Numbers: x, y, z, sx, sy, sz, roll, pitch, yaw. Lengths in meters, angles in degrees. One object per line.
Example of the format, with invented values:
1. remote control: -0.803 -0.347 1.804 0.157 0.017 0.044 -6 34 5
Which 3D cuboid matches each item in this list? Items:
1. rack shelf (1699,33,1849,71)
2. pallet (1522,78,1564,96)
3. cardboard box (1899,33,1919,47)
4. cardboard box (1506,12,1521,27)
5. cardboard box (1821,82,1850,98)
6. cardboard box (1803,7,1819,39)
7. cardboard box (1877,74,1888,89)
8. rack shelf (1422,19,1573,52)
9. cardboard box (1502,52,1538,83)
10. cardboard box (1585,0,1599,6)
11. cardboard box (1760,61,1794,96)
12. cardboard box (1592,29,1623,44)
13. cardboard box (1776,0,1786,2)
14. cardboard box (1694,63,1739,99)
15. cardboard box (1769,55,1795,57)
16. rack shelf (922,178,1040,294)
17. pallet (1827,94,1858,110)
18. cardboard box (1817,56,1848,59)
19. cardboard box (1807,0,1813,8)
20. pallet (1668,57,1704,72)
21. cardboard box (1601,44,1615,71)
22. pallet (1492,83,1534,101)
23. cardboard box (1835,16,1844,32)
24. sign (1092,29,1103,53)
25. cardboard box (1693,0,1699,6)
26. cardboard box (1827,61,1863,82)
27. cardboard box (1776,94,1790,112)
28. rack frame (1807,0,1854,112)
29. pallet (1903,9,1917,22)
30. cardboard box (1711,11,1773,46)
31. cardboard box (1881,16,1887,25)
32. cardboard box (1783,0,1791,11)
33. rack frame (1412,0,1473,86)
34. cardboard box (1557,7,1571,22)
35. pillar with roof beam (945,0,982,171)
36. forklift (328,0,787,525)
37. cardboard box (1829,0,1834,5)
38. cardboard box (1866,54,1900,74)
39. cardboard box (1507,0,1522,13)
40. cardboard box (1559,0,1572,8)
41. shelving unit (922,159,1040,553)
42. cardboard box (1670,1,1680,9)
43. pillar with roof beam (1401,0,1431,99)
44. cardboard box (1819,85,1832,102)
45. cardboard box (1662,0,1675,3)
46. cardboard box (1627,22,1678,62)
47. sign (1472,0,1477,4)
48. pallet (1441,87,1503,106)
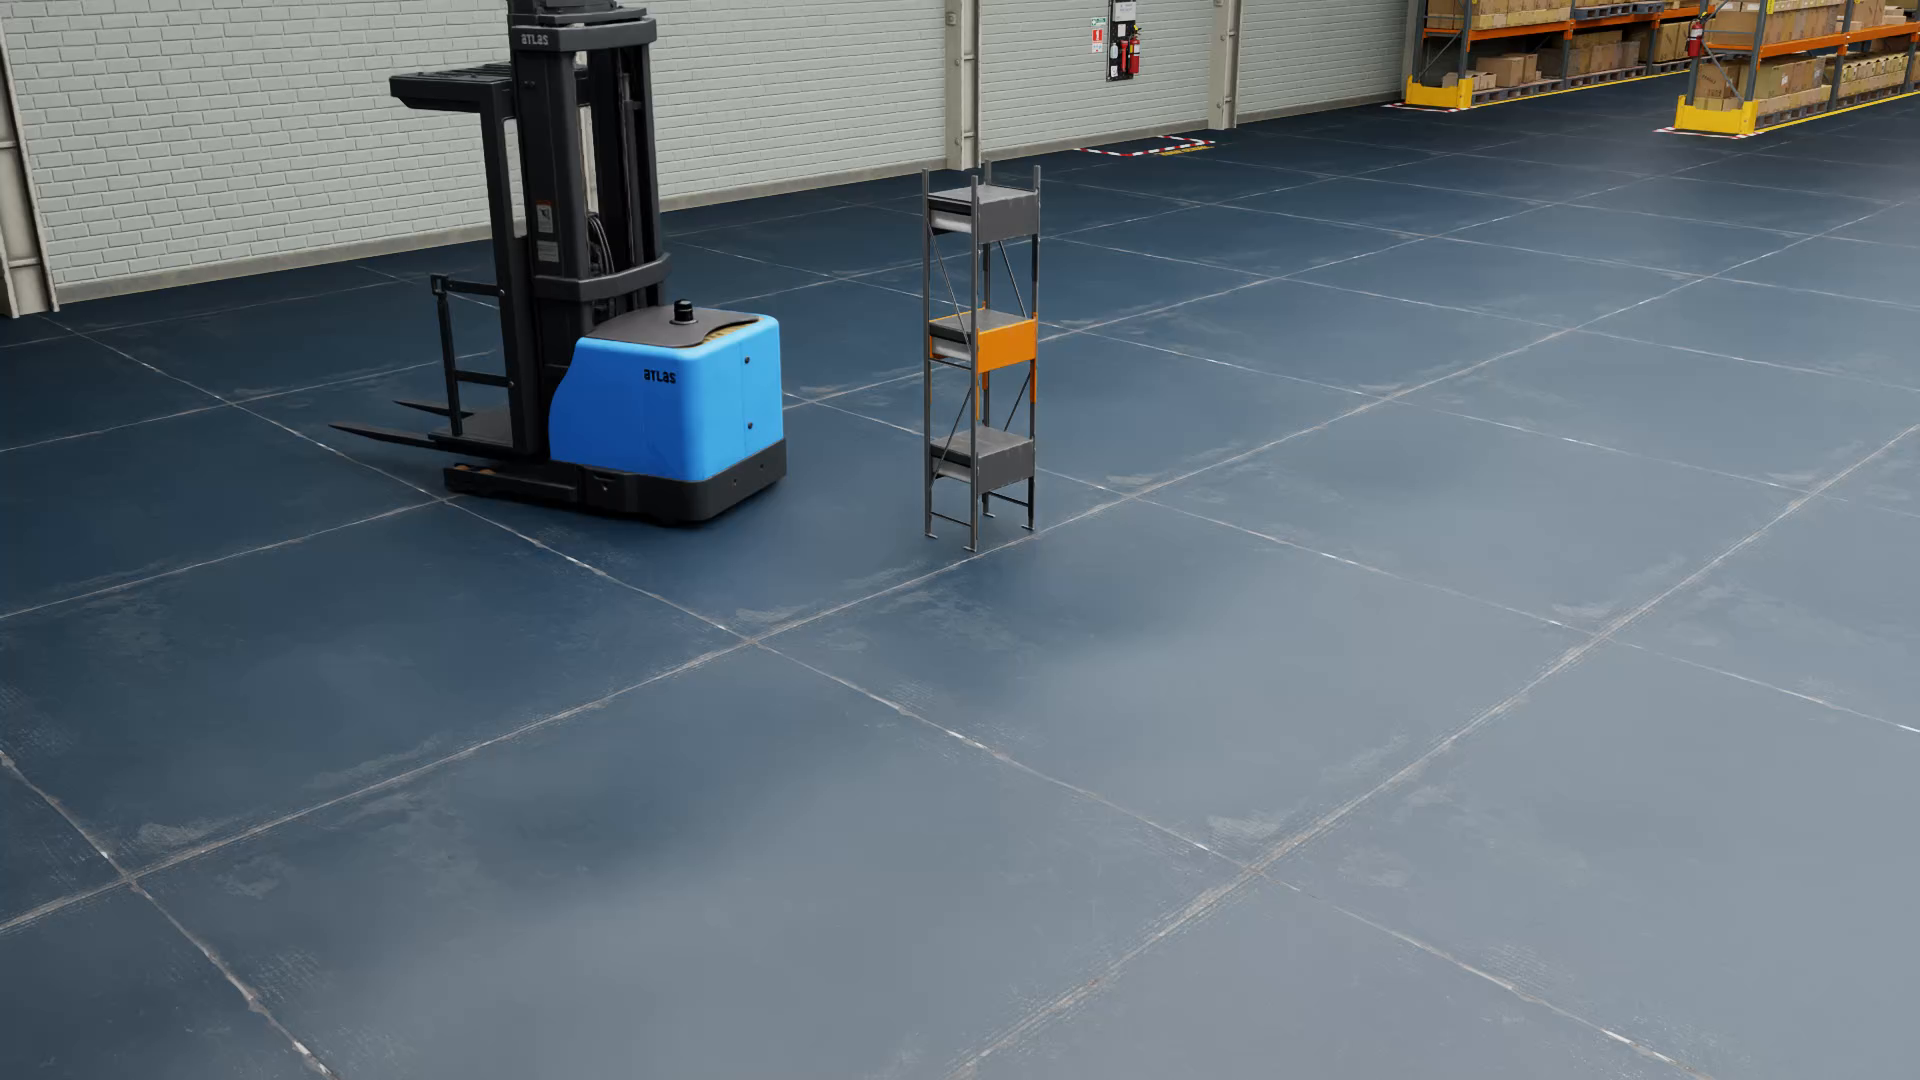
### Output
1. rack shelf: 13.496 -8.156 27.617 1.077 0.370 4.000 19 28 41
2. pallet: 10.896 -8.762 32.077 1.003 0.211 1.213 19 28 41
3. cardboard box: 18.913 -10.002 33.242 0.500 0.250 0.500 19 28 40
4. cardboard box: 9.829 -9.469 30.210 0.500 0.250 0.500 19 28 40
5. cardboard box: 15.350 -7.961 29.352 0.500 0.250 0.500 18 28 39
6. cardboard box: 13.870 -8.672 27.817 0.500 0.500 0.700 -20 28 -41
7. cardboard box: 16.779 -8.489 30.727 0.500 0.250 0.500 -19 28 -41
8. rack shelf: 9.944 -9.395 30.840 1.077 0.370 4.000 19 28 41
9. cardboard box: 10.644 -9.007 31.698 0.500 0.500 0.500 17 27 37
10. cardboard box: 12.114 -10.761 32.639 0.500 0.500 0.700 -17 27 -37
11. cardboard box: 13.321 -7.584 27.326 0.500 0.500 0.500 19 28 41
12. cardboard box: 13.222 -10.333 34.103 0.500 0.250 0.500 -20 28 -41
13. cardboard box: 12.836 -8.897 26.594 0.700 0.500 0.500 18 28 39
14. cardboard box: 12.262 -7.453 26.986 0.500 0.500 0.500 19 28 41
15. cardboard box: 14.000 -8.098 28.663 0.500 0.500 0.500 19 28 41
16. rack shelf: 0.115 -1.663 9.062 0.431 0.518 0.480 19 28 41
17. pallet: 15.377 -7.904 29.844 1.003 0.211 1.213 19 28 41
18. cardboard box: 16.030 -8.748 30.619 0.500 0.311 0.500 19 28 40
19. cardboard box: 13.785 -8.837 27.342 0.250 0.149 0.380 -19 28 -40
20. pallet: 15.585 -10.468 36.514 1.003 0.211 1.213 19 28 41
21. cardboard box: 12.896 -9.876 33.959 0.700 0.500 0.500 19 28 40
22. pallet: 10.045 -8.447 31.257 1.003 0.211 1.213 19 28 41
23. cardboard box: 15.203 -9.074 29.210 0.500 0.250 0.500 -18 27 -39
24. sign: 2.021 -7.346 24.456 0.001 0.329 0.234 19 28 41
25. cardboard box: 15.776 -11.655 36.039 0.250 0.149 0.380 -19 28 -40
26. cardboard box: 15.711 -8.352 29.589 0.500 0.311 0.500 19 28 40
27. cardboard box: 13.330 -7.231 27.453 0.500 0.250 0.500 19 28 41
28. rack frame: 14.891 -9.006 28.826 1.000 3.000 0.127 19 28 41
29. pallet: 18.104 -10.137 32.034 1.213 0.211 1.003 19 28 41
30. cardboard box: 12.436 -8.142 26.437 0.700 0.500 0.500 19 28 41
31. cardboard box: 16.832 -9.575 30.656 0.250 0.149 0.380 -18 27 -38
32. cardboard box: 13.064 -8.571 26.650 0.380 0.149 0.250 19 28 40
33. rack frame: 8.549 -9.217 29.374 1.000 3.000 0.127 19 28 41
34. cardboard box: 11.226 -9.987 31.558 0.500 0.250 0.500 19 28 41
35. pillar with roof beam: 3.131 -8.252 18.500 9.100 9.000 0.400 19 28 41
36. forklift: -2.647 -1.798 10.168 3.031 2.935 1.130 10 23 23
37. cardboard box: 14.500 -9.101 28.029 0.380 0.149 0.250 18 28 39
38. cardboard box: 17.135 -8.877 30.956 0.500 0.311 0.500 19 28 40
39. cardboard box: 9.814 -9.810 30.052 0.500 0.500 0.500 18 27 39
40. cardboard box: 11.231 -10.336 31.420 0.500 0.500 0.500 19 28 41
41. shelving unit: 0.115 -1.023 9.309 0.431 2.100 0.503 19 28 41
42. cardboard box: 14.954 -11.302 35.120 0.250 0.149 0.380 -19 28 -40
43. pillar with roof beam: 11.502 -11.336 26.526 9.100 9.000 0.400 19 28 41
44. cardboard box: 14.724 -7.745 28.791 0.500 0.250 0.500 19 28 41
45. cardboard box: 14.652 -11.529 34.807 0.500 0.500 0.500 -19 28 -40
46. cardboard box: 14.737 -10.622 35.441 0.750 0.750 0.750 19 28 40
47. sign: 8.938 -9.485 28.865 0.100 0.325 0.005 19 28 41
48. pallet: 9.194 -8.135 30.445 1.003 0.211 1.213 19 28 41
